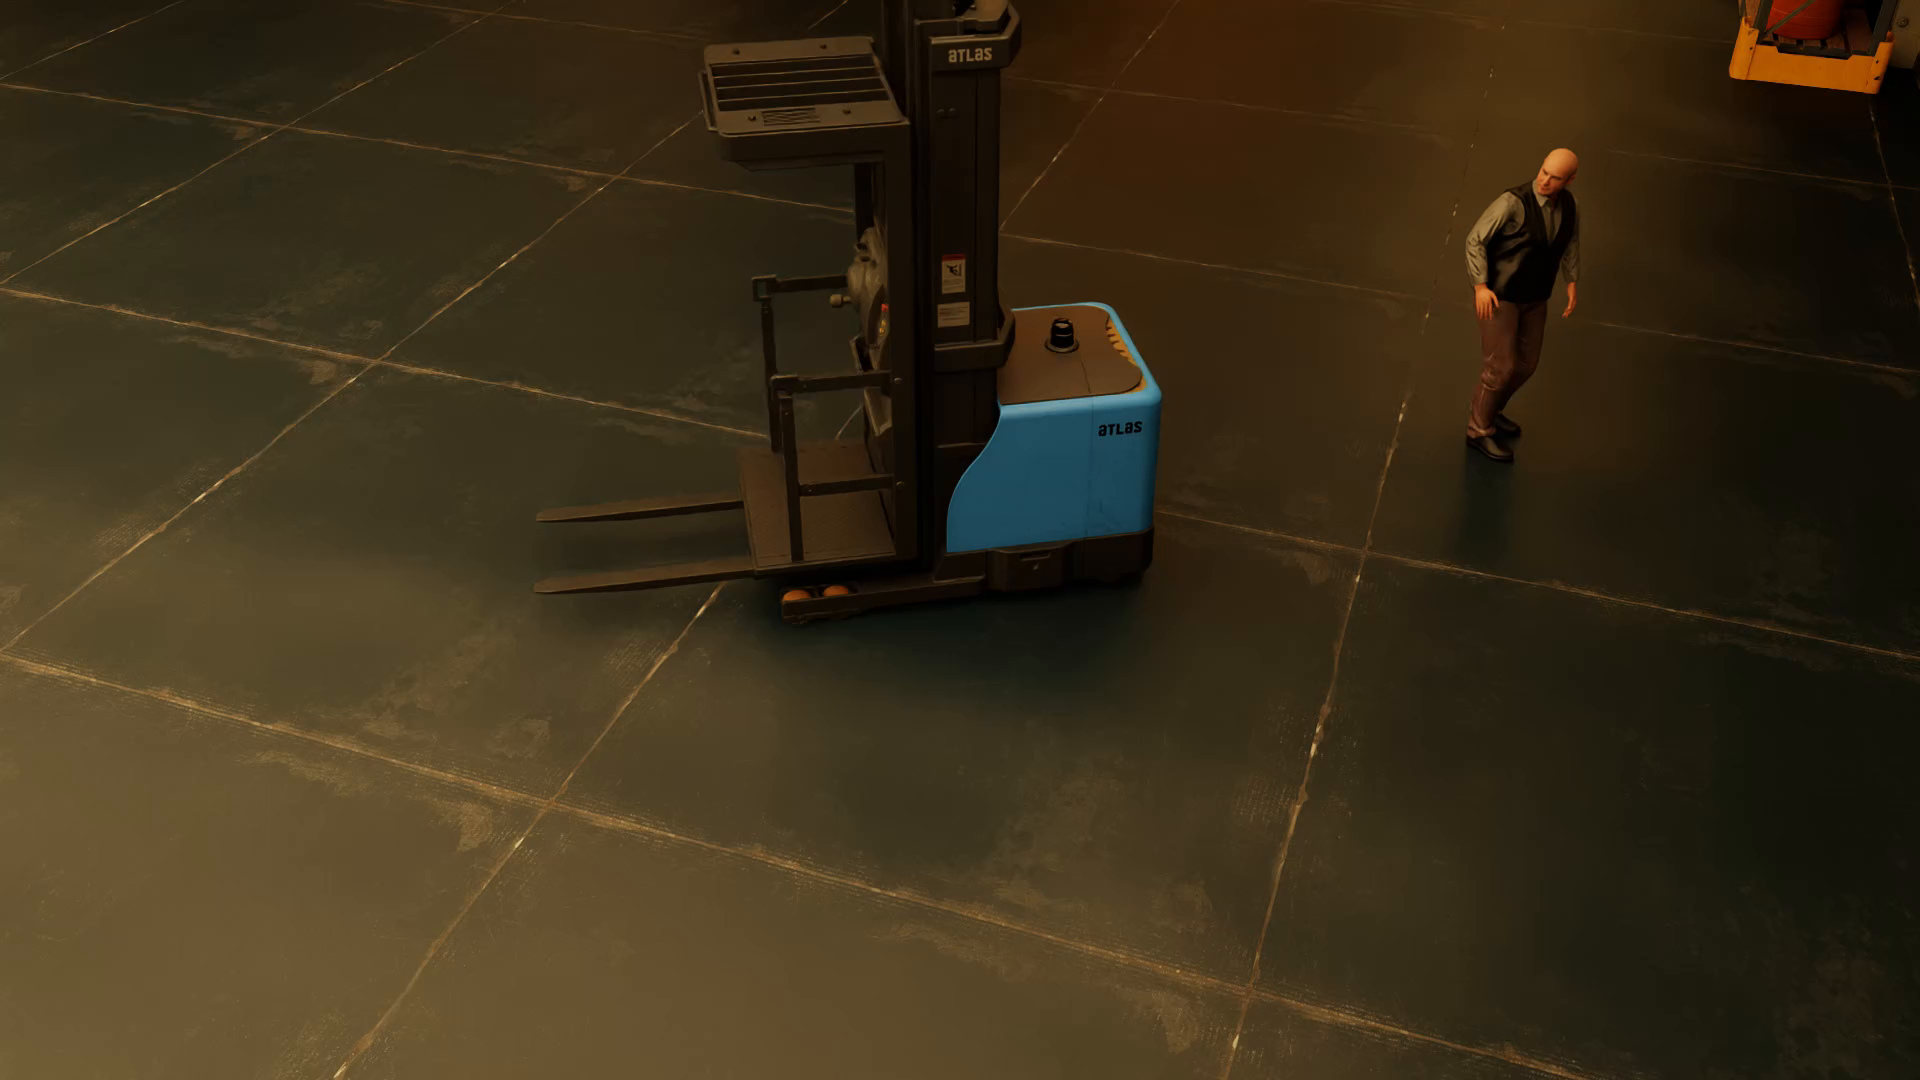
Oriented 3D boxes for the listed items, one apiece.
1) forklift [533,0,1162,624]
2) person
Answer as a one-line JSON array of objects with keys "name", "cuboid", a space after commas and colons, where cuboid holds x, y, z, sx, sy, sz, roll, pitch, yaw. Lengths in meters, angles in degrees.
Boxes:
[{"name": "forklift", "cuboid": [-0.604, -1.120, 7.690, 3.031, 2.935, 1.130, -6, 36, -9]}, {"name": "person", "cuboid": [3.079, -1.293, 9.001, 0.726, 1.703, 0.512, -18, 39, -24]}]
